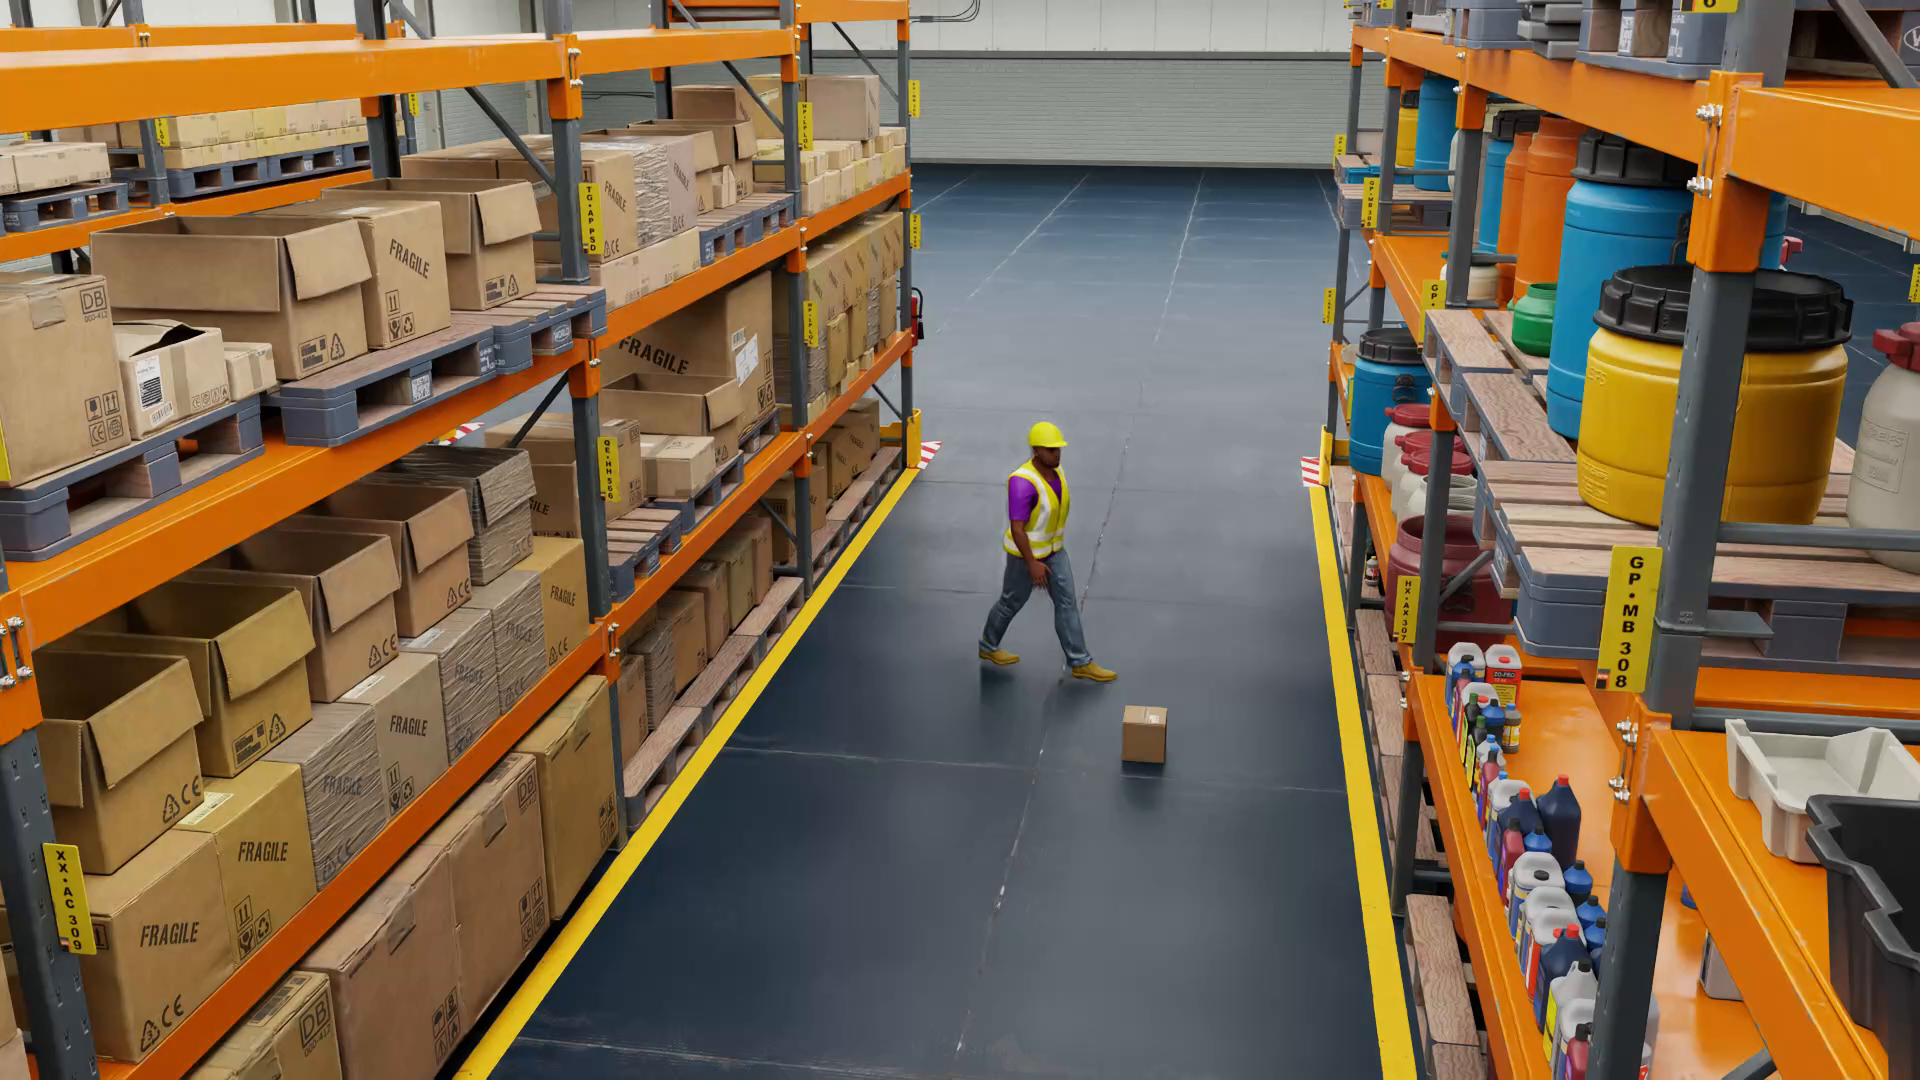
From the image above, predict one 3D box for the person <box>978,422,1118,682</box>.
[{"bbox_3d":[0.528,0.064,10.767,0.984,1.703,0.609,15,23,40],"label":"person"}]
